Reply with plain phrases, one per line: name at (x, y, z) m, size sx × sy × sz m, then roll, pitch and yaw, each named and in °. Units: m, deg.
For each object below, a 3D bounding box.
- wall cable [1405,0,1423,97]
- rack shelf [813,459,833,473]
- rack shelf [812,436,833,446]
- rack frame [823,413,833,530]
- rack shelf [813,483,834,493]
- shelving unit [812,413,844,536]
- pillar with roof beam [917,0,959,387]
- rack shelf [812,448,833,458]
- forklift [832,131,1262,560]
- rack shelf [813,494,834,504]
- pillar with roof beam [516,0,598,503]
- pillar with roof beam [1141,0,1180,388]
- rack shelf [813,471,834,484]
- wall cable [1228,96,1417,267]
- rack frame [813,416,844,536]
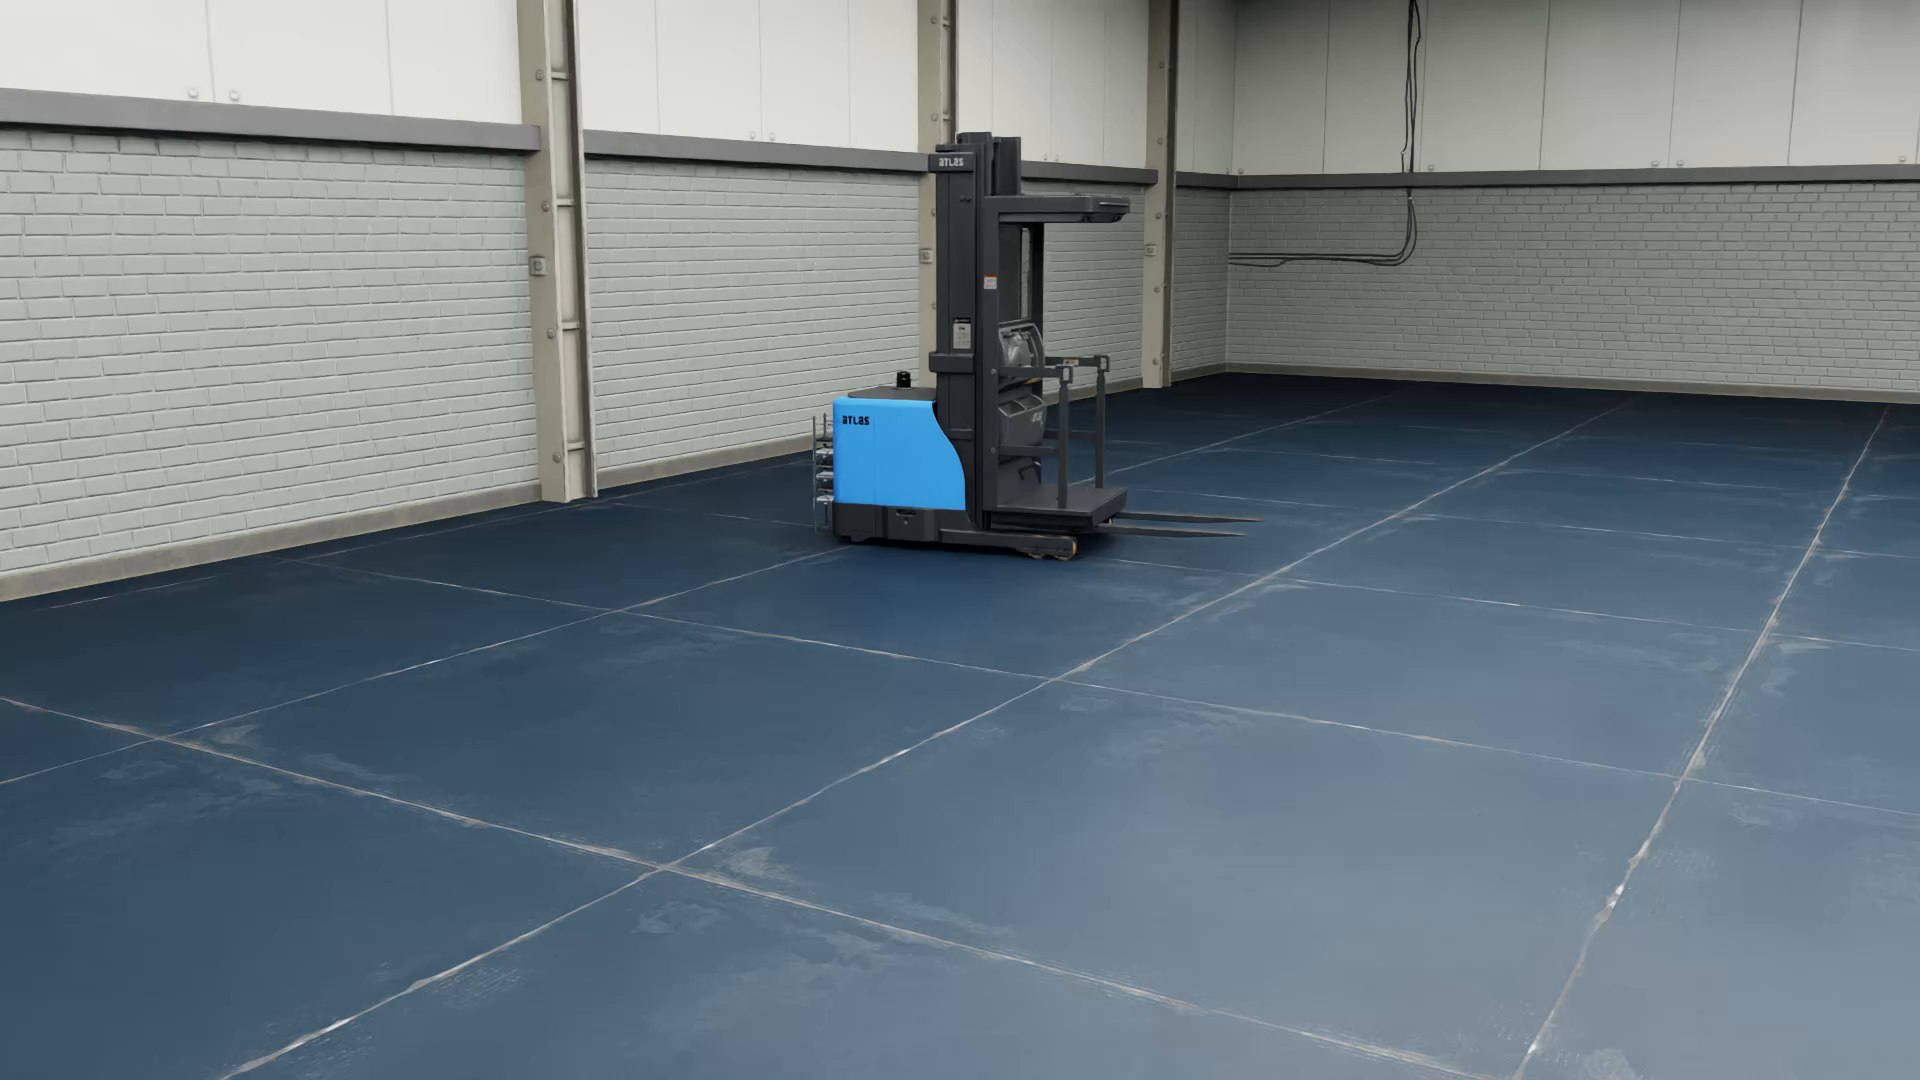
wall cable at (7.844, -7.703, 23.775) m, size 3.097 × 2.526 × 0.112 m, roll 6°, pitch 12°, yaw 31°
rack shelf at (-0.956, -0.554, 12.577) m, size 0.258 × 0.077 × 0.200 m, roll 4°, pitch 11°, yaw 18°
rack shelf at (-0.956, -0.731, 12.544) m, size 0.258 × 0.077 × 0.200 m, roll 4°, pitch 11°, yaw 18°
rack frame at (-0.924, -0.516, 12.682) m, size 0.240 × 0.900 × 0.006 m, roll 4°, pitch 11°, yaw 18°
rack shelf at (-0.956, -0.378, 12.610) m, size 0.258 × 0.077 × 0.200 m, roll 4°, pitch 11°, yaw 18°
shelving unit at (-0.956, -0.499, 12.587) m, size 0.258 × 0.900 × 0.210 m, roll 4°, pitch 11°, yaw 18°
pillar with roof beam at (3.436, -5.314, 16.297) m, size 9.100 × 9.000 × 0.400 m, roll 6°, pitch 12°, yaw 31°
rack shelf at (-0.956, -0.643, 12.560) m, size 0.258 × 0.077 × 0.200 m, roll 4°, pitch 11°, yaw 18°
forklift at (0.632, -1.408, 11.923) m, size 3.031 × 2.935 × 1.130 m, roll 4°, pitch 11°, yaw 19°
rack shelf at (-0.956, -0.289, 12.626) m, size 0.258 × 0.077 × 0.200 m, roll 4°, pitch 11°, yaw 18°
pillar with roof beam at (0.321, -4.370, 11.257) m, size 9.100 × 9.000 × 0.400 m, roll 6°, pitch 12°, yaw 31°
pillar with roof beam at (6.552, -6.257, 21.338) m, size 9.100 × 9.000 × 0.400 m, roll 6°, pitch 12°, yaw 31°
rack shelf at (-0.956, -0.466, 12.593) m, size 0.258 × 0.077 × 0.200 m, roll 4°, pitch 11°, yaw 18°
wall cable at (5.532, -5.479, 25.620) m, size 3.097 × 2.526 × 0.112 m, roll 6°, pitch 12°, yaw 31°
rack frame at (-0.989, -0.481, 12.492) m, size 0.240 × 0.900 × 0.006 m, roll 4°, pitch 11°, yaw 18°
